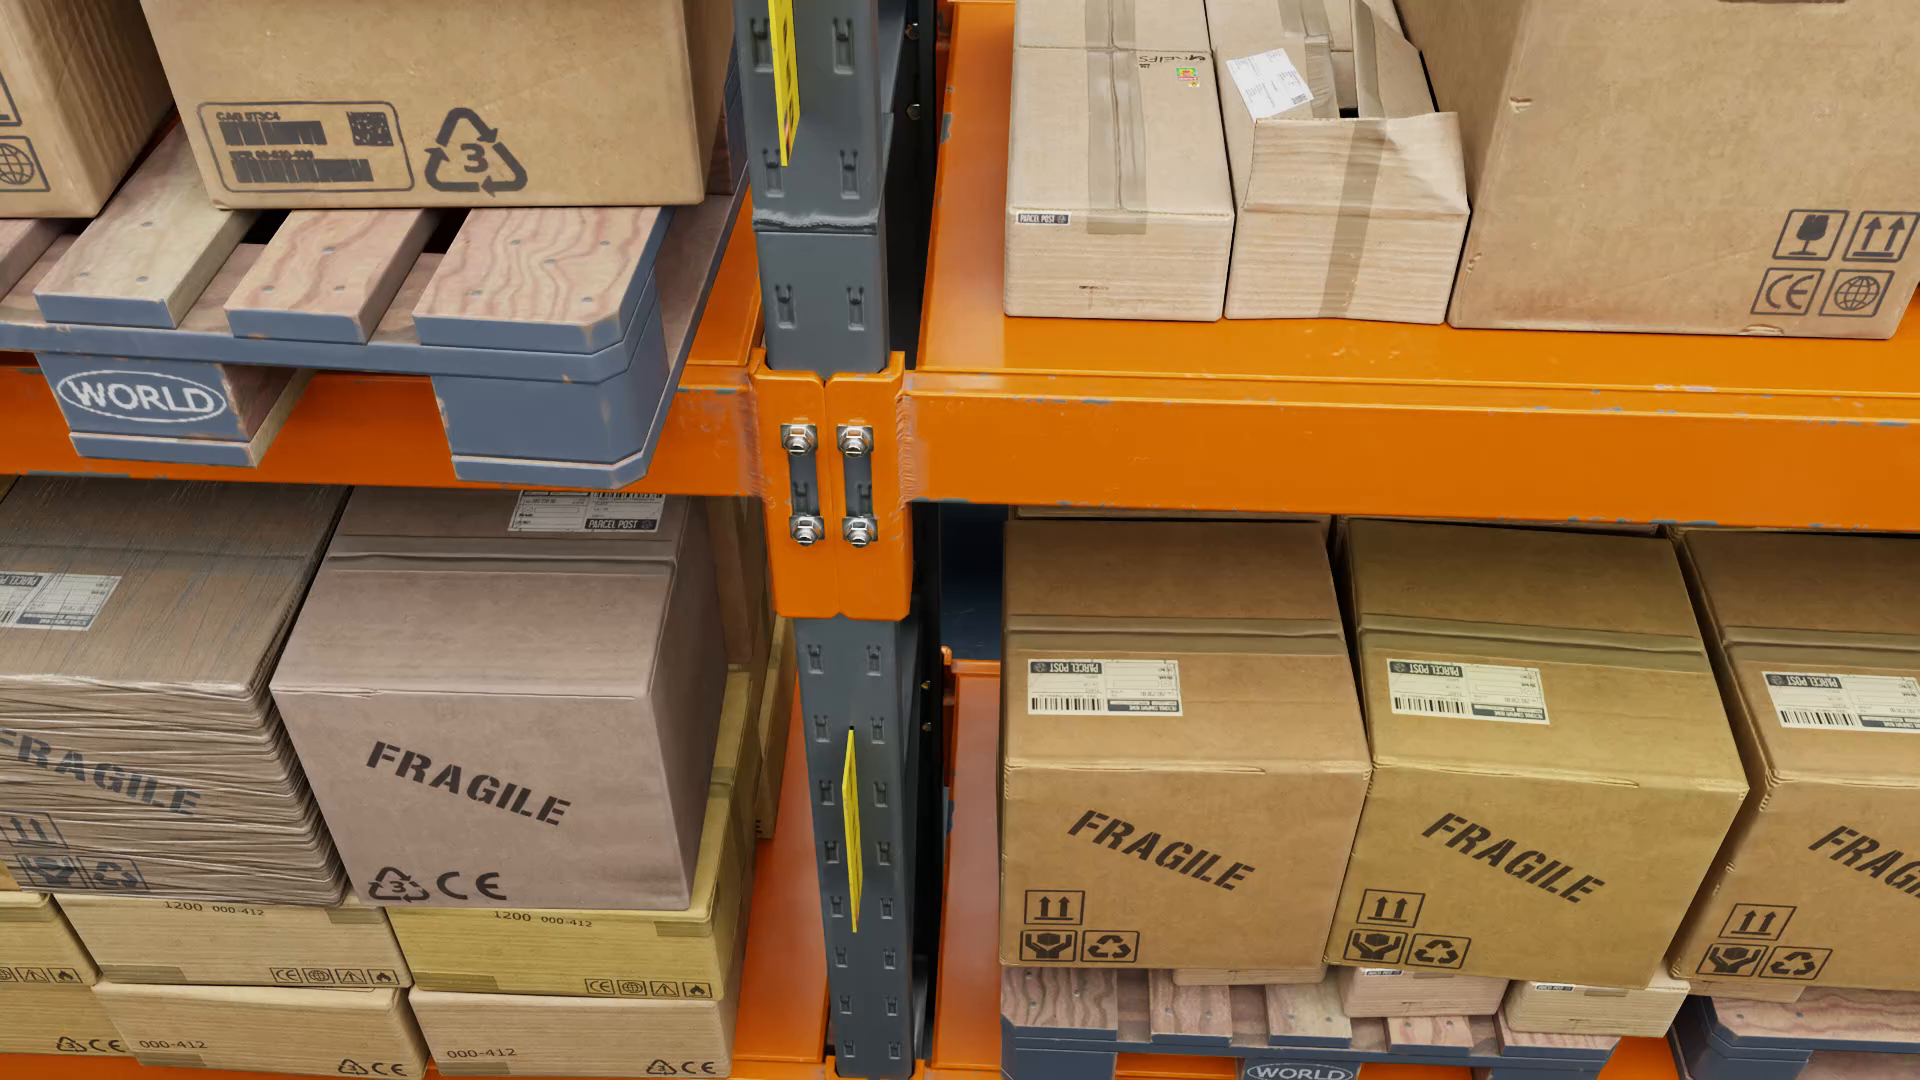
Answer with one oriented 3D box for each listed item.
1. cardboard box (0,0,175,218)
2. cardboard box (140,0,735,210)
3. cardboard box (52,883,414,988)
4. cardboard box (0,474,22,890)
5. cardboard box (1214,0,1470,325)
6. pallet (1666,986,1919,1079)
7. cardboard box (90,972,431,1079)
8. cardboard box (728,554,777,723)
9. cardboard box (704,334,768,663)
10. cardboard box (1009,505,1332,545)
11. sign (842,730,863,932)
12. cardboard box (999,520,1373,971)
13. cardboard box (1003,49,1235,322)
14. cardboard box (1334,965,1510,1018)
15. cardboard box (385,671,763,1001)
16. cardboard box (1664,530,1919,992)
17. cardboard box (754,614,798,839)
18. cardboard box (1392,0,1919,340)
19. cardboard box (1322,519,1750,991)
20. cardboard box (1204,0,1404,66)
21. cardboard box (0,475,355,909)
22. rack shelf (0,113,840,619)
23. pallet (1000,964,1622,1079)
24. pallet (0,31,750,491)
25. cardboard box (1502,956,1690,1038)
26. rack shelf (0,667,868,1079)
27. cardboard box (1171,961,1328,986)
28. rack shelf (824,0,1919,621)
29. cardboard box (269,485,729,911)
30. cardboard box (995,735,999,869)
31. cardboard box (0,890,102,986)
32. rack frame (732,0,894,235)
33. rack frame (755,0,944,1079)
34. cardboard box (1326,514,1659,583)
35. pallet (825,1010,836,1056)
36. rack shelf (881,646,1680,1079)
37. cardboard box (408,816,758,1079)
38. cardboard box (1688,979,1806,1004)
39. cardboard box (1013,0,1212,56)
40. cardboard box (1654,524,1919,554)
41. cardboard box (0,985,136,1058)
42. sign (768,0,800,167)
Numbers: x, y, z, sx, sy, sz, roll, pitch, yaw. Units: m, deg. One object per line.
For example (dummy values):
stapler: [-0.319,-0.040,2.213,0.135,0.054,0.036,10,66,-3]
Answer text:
cardboard box: [-1.122,-0.742,1.764,0.500,0.500,0.700,0,43,0]
cardboard box: [-0.508,-0.751,1.771,0.637,0.503,0.797,-1,43,-1]
cardboard box: [-1.132,0.464,2.795,0.500,0.250,0.500,1,43,1]
cardboard box: [-1.661,0.177,2.553,0.500,0.500,0.500,2,43,2]
cardboard box: [0.438,-0.468,1.950,0.258,0.266,0.396,2,43,2]
pallet: [1.855,0.550,3.100,1.213,0.211,1.003,2,43,2]
cardboard box: [-1.152,0.658,2.953,0.500,0.250,0.500,2,43,3]
cardboard box: [-0.619,0.135,3.147,0.500,0.250,0.500,1,43,2]
cardboard box: [-0.606,-0.137,2.890,0.500,0.500,0.500,0,43,0]
cardboard box: [0.343,-0.027,2.979,0.500,0.500,0.500,1,43,1]
sign: [-0.146,0.401,2.269,0.005,0.325,0.100,2,43,2]
cardboard box: [0.315,0.319,2.607,0.500,0.500,0.500,1,43,1]
cardboard box: [0.183,-0.433,1.998,0.250,0.149,0.380,2,43,2]
cardboard box: [0.744,0.593,2.789,0.250,0.149,0.380,-1,43,-1]
cardboard box: [-0.619,0.477,2.780,0.500,0.250,0.500,2,43,2]
cardboard box: [1.367,0.342,2.582,0.500,0.500,0.500,2,43,3]
cardboard box: [-0.602,0.316,3.321,0.500,0.250,0.500,1,43,1]
cardboard box: [0.822,-0.651,1.974,0.500,0.500,0.700,2,43,2]
cardboard box: [0.836,0.331,2.595,0.500,0.500,0.500,4,43,4]
cardboard box: [0.449,-0.690,2.274,0.250,0.149,0.380,2,43,2]
cardboard box: [-1.165,0.197,2.531,0.500,0.500,0.500,2,43,3]
rack shelf: [-2.122,-0.449,2.358,4.000,0.370,1.077,2,43,2]
pallet: [0.593,0.467,3.189,1.003,0.211,1.213,2,43,2]
pallet: [-0.770,-0.565,2.094,1.003,0.211,1.213,4,43,4]
cardboard box: [1.018,0.616,2.765,0.250,0.149,0.380,2,43,2]
rack shelf: [-2.122,0.649,3.381,4.000,0.370,1.077,2,43,2]
cardboard box: [0.473,0.553,2.832,0.250,0.149,0.380,-1,43,-1]
rack shelf: [1.874,-0.326,2.226,4.000,0.370,1.077,2,43,2]
cardboard box: [-0.652,0.207,2.520,0.500,0.500,0.500,1,43,1]
cardboard box: [0.192,0.522,2.865,0.250,0.149,0.380,-1,43,-1]
cardboard box: [-1.644,0.462,2.797,0.500,0.250,0.500,1,43,1]
rack frame: [-0.124,-1.748,1.025,0.127,3.000,1.000,2,43,2]
rack frame: [-0.124,0.447,3.070,0.127,3.000,1.000,2,43,2]
cardboard box: [0.860,-0.019,2.970,0.500,0.500,0.500,1,43,1]
pallet: [-0.908,1.392,4.101,1.213,0.211,1.003,2,43,2]
rack shelf: [1.874,0.772,3.249,4.000,0.370,1.077,2,43,2]
cardboard box: [-0.641,0.663,2.948,0.500,0.250,0.500,0,43,0]
cardboard box: [1.263,0.570,2.814,0.250,0.149,0.380,4,43,4]
cardboard box: [0.200,-0.692,2.276,0.250,0.149,0.380,2,43,2]
cardboard box: [1.364,-0.004,2.954,0.500,0.500,0.500,-1,43,-1]
cardboard box: [-1.654,0.632,2.981,0.500,0.250,0.500,1,43,1]
sign: [-0.157,-0.491,1.438,0.005,0.325,0.100,2,43,2]
